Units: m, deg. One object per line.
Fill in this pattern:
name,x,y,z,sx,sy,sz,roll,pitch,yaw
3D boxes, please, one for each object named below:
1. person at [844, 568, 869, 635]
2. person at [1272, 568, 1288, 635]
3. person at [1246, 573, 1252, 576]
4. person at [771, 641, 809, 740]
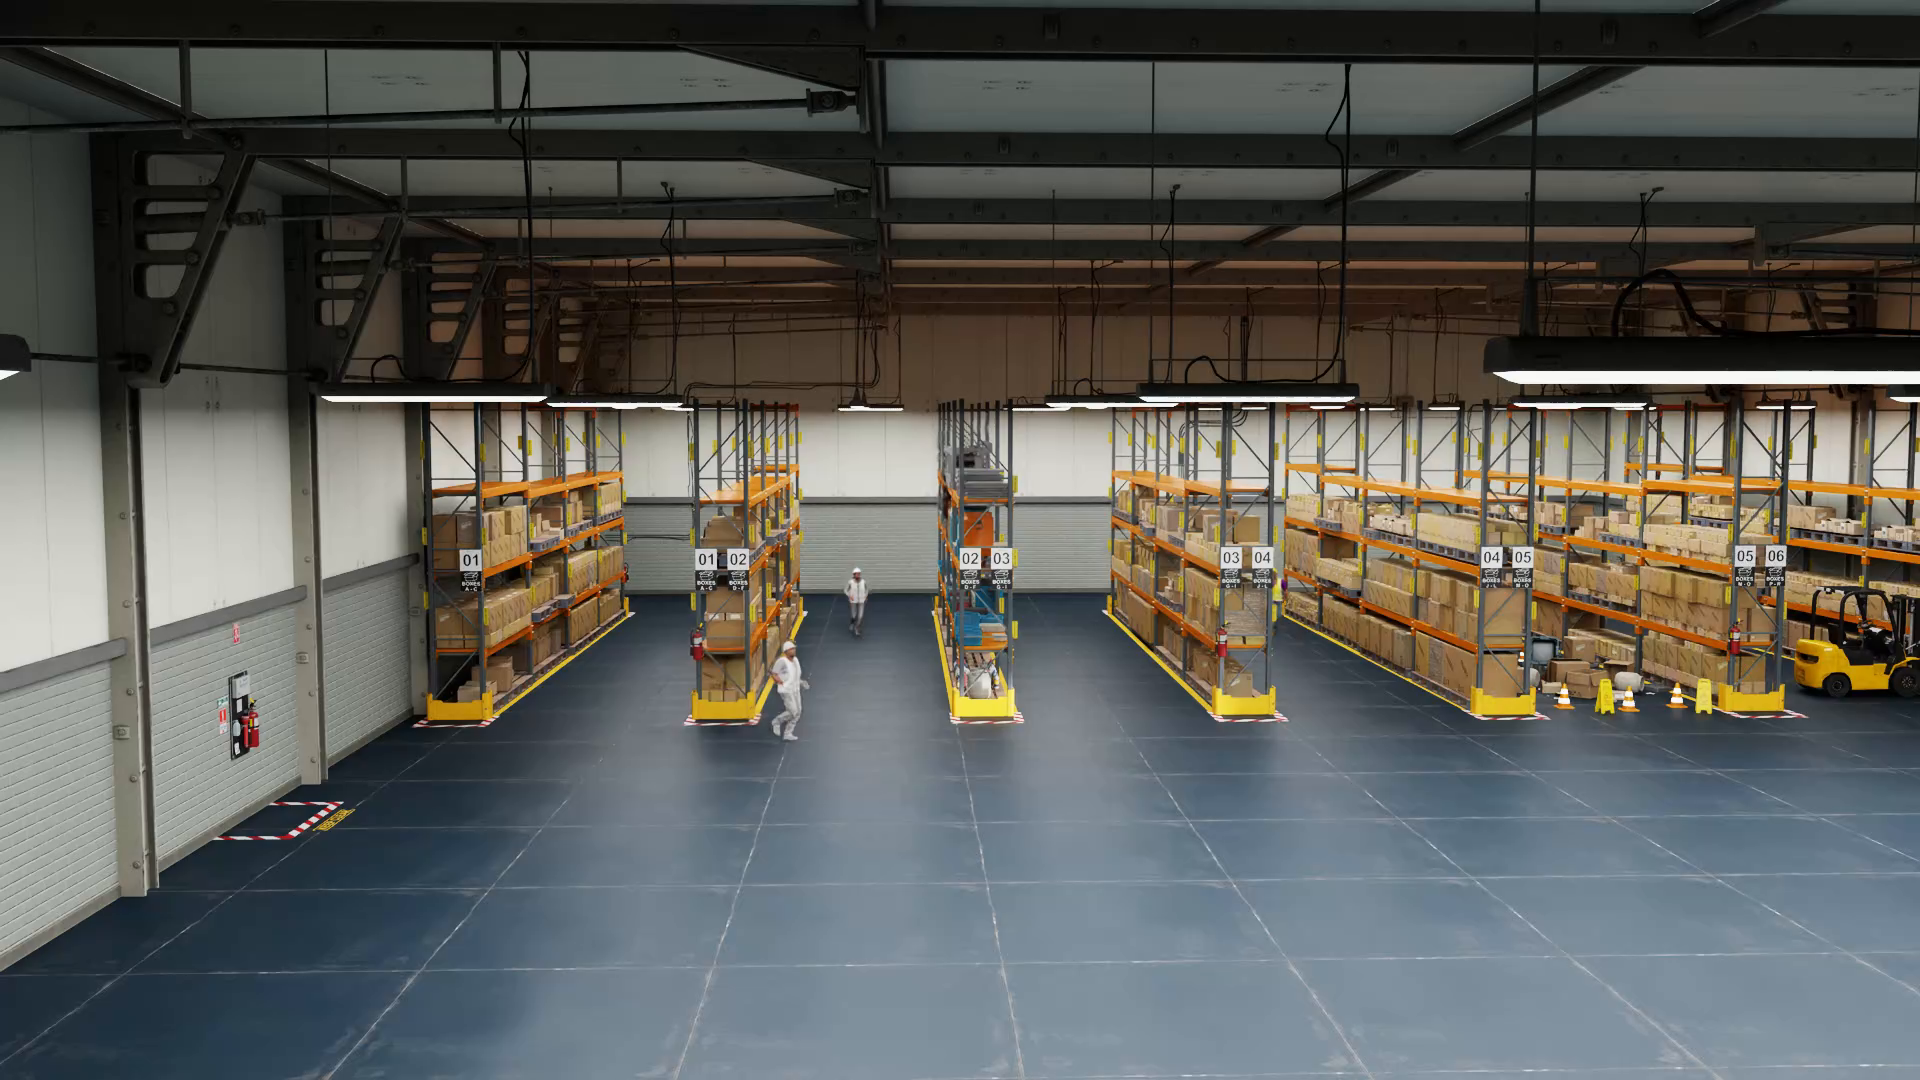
person,-2.665,1.590,43.054,0.647,1.727,0.580,-1,4,-15
person,8.149,1.593,43.132,0.693,1.732,0.561,0,4,6
person,8.049,1.313,46.604,0.671,1.824,0.833,0,4,0
person,-2.998,2.643,29.125,0.589,1.738,0.663,2,5,28
